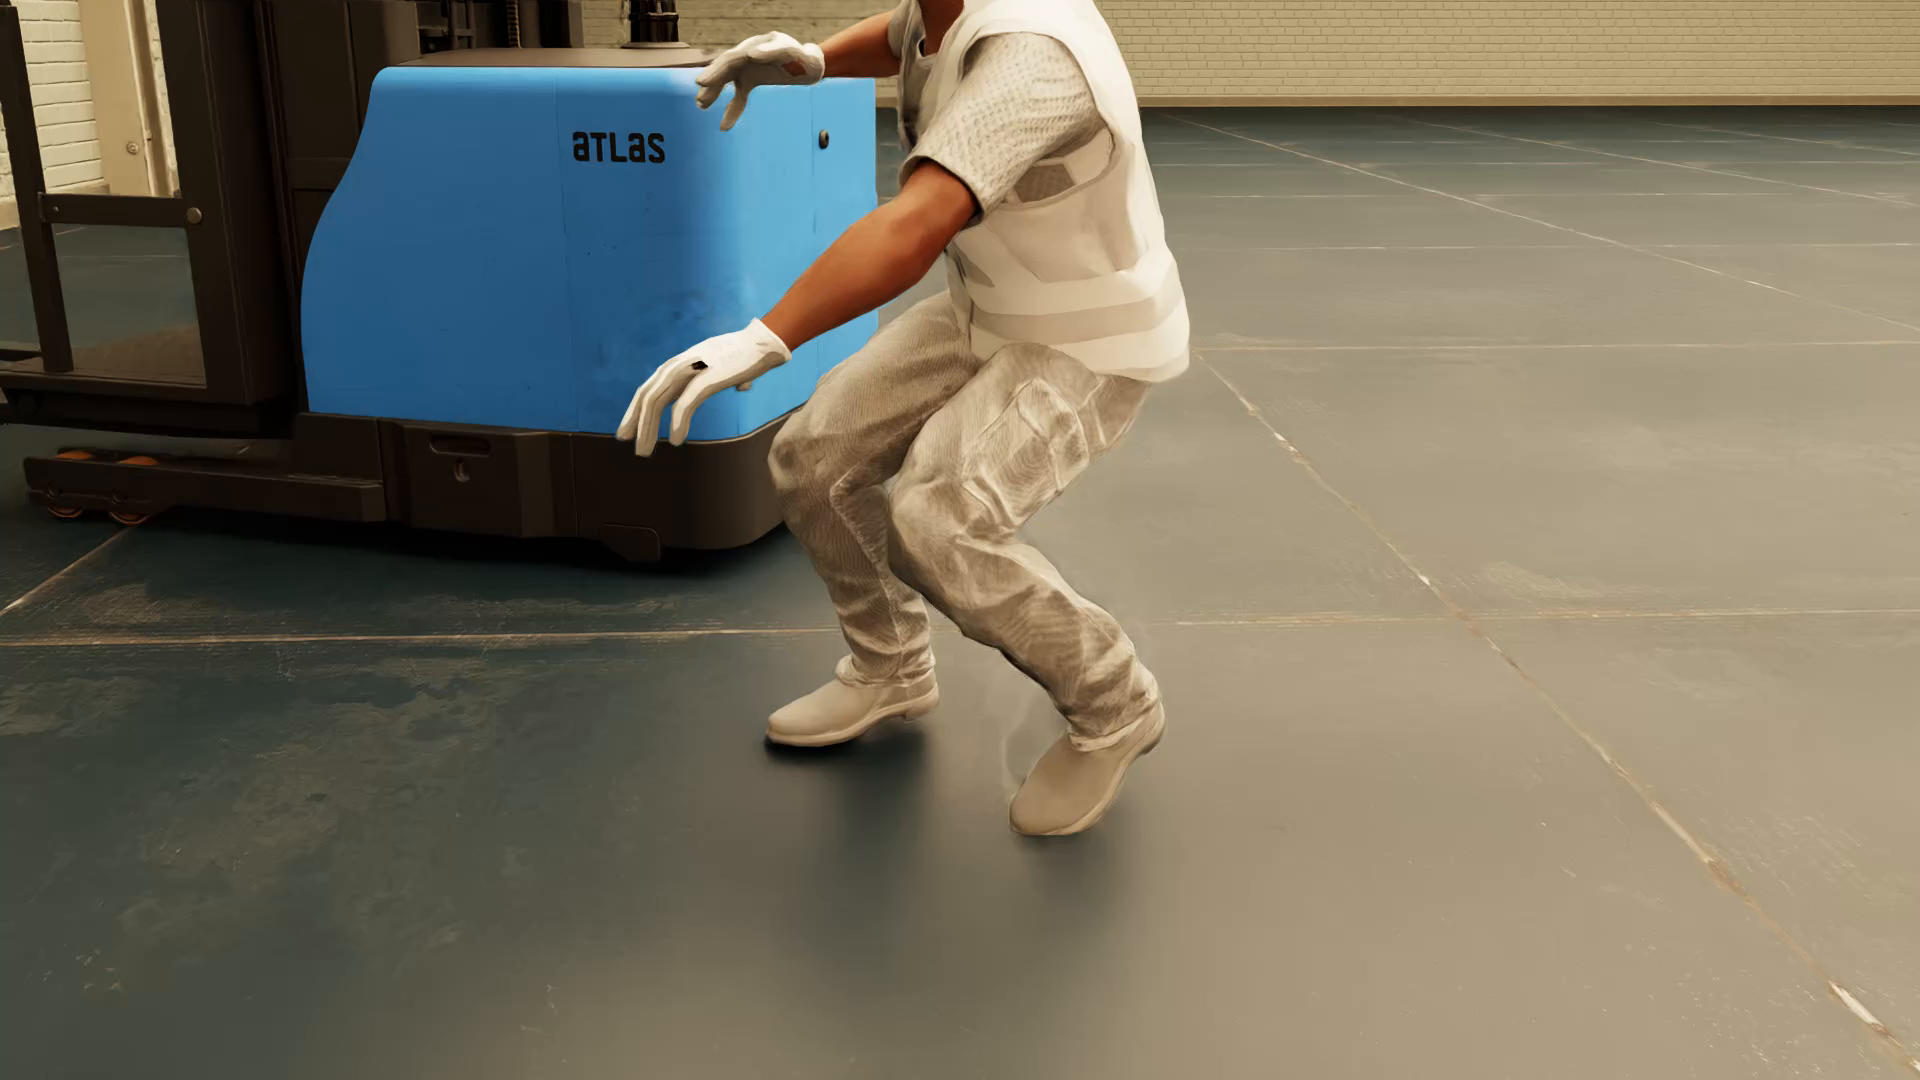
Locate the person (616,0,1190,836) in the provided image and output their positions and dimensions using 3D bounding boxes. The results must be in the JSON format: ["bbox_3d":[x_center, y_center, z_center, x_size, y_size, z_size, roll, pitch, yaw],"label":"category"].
[{"bbox_3d":[-0.117,-0.313,2.436,0.964,1.500,0.829,-8,19,-25],"label":"person"}]

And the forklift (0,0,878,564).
[{"bbox_3d":[-1.775,-1.579,4.069,3.031,2.935,1.130,5,18,16],"label":"forklift"}]
